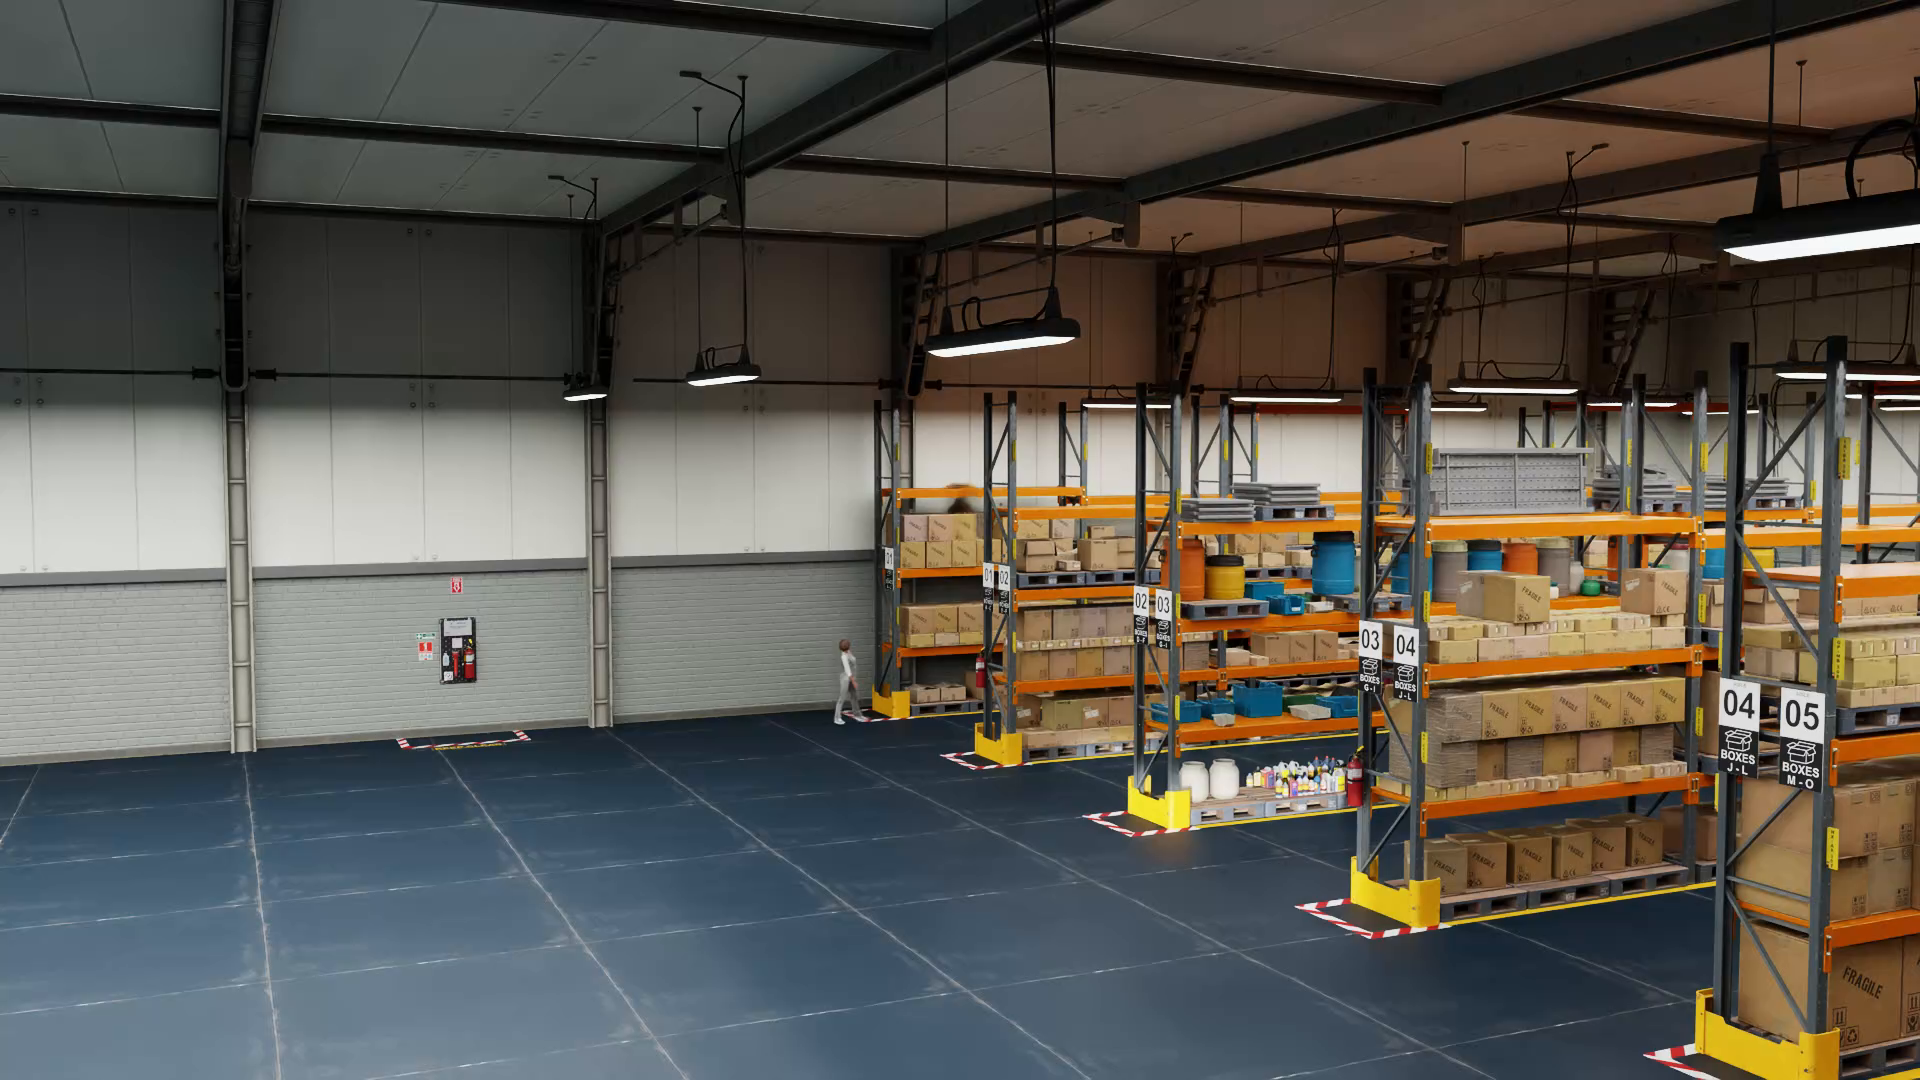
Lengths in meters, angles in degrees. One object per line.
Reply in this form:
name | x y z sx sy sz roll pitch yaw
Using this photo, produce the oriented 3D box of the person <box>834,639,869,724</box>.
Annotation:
person | -2.021 2.640 30.696 0.559 1.486 0.595 1 3 13
